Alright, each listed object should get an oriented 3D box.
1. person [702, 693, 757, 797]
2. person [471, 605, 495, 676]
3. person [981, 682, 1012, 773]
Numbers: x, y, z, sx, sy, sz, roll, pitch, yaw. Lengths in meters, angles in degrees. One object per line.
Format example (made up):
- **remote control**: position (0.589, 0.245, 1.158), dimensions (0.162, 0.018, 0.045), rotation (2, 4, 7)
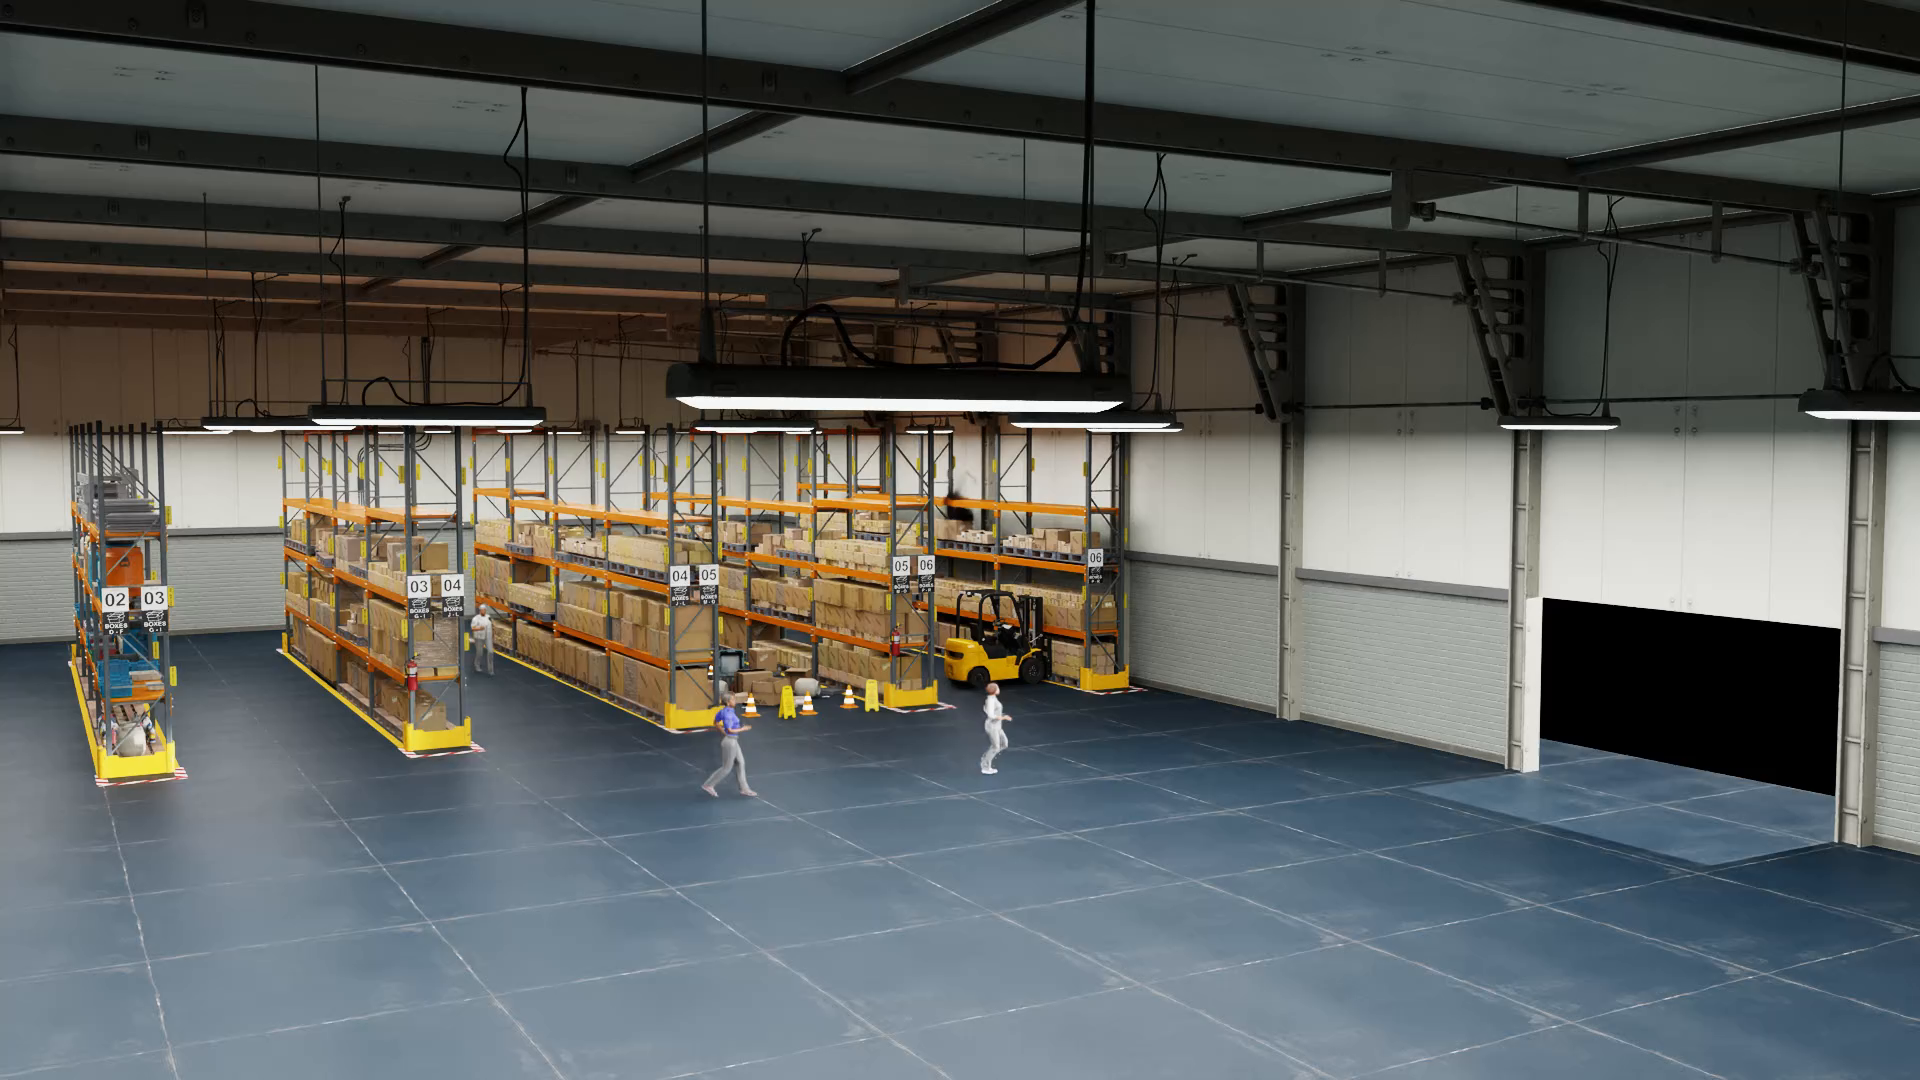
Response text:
- **person**: position (-3.641, 3.252, 26.251), dimensions (0.876, 1.646, 0.581), rotation (-1, 4, -9)
- **person**: position (-11.528, 2.414, 40.169), dimensions (0.593, 1.722, 0.810), rotation (-2, 4, -34)
- **person**: position (0.623, 3.189, 28.244), dimensions (0.548, 1.558, 0.518), rotation (0, 4, 7)
